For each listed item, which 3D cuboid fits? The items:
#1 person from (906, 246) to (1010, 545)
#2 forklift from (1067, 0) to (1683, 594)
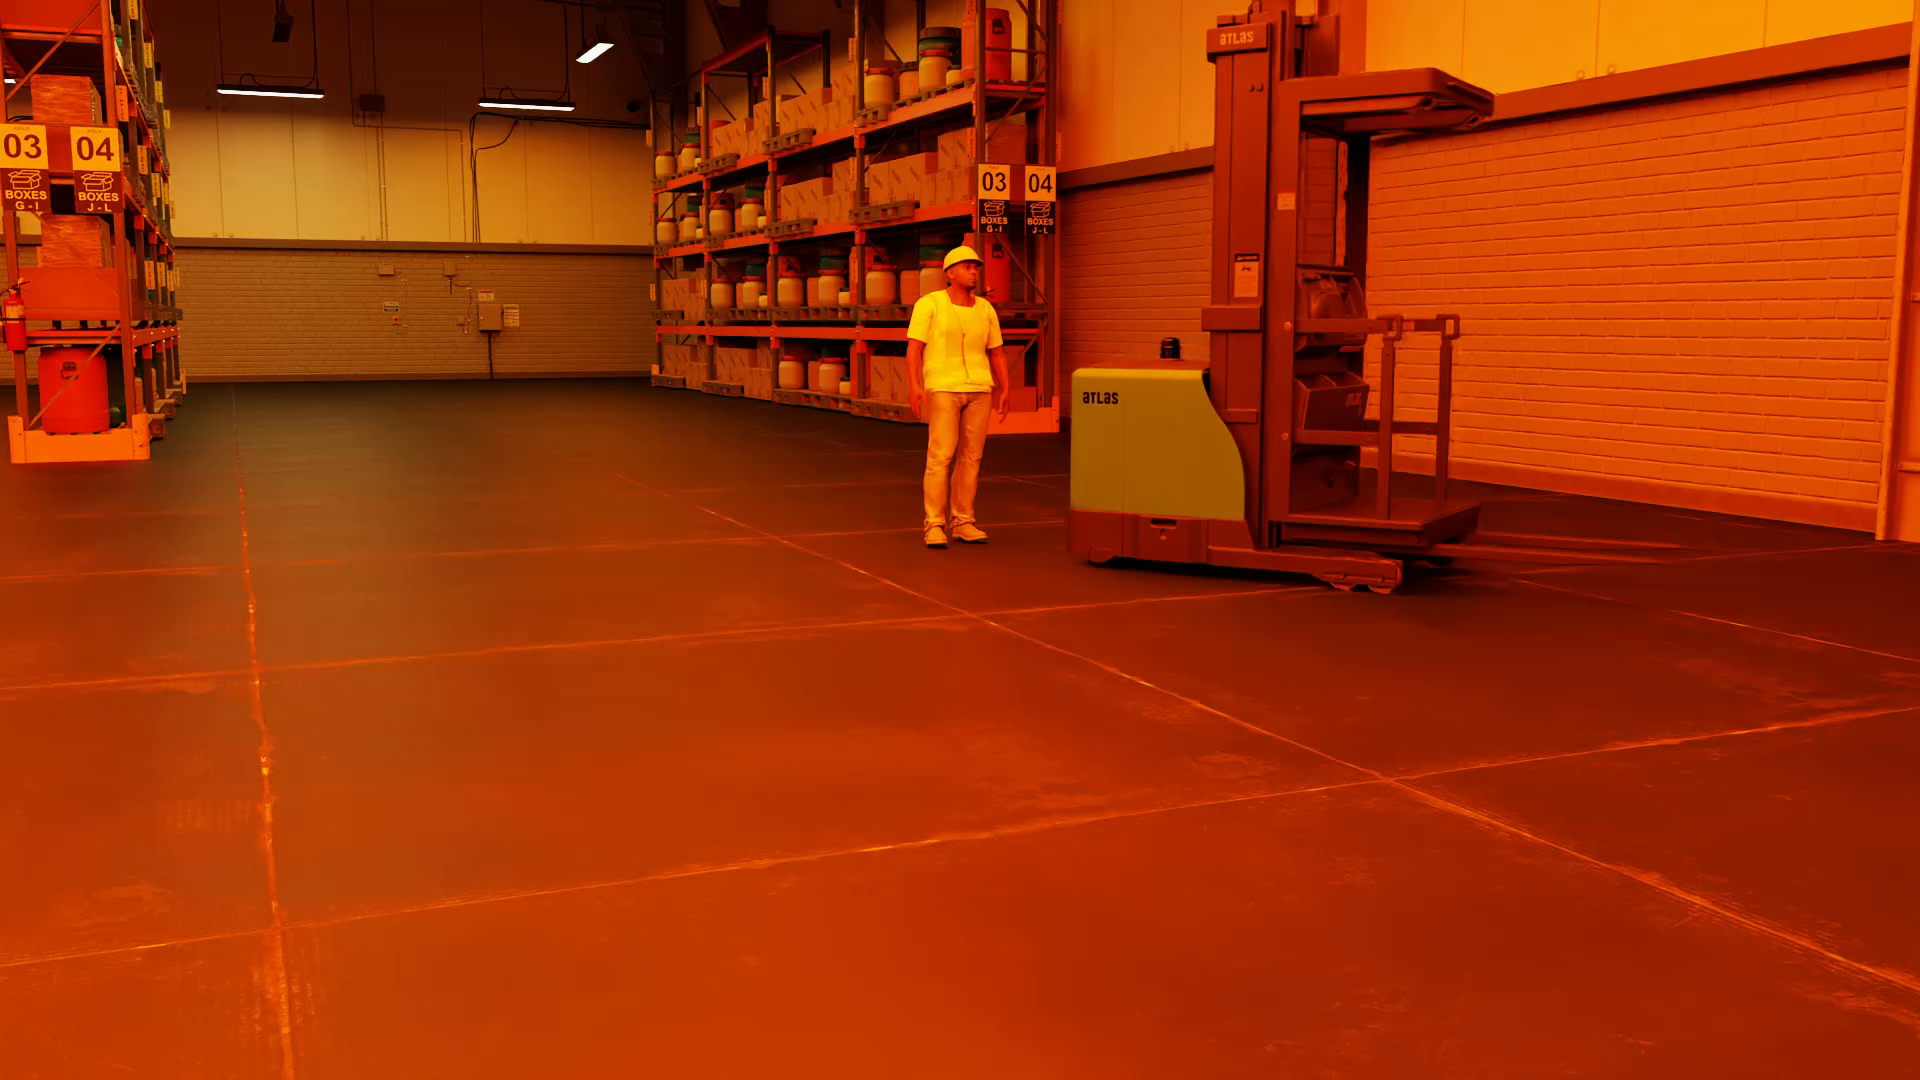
[{"bbox_3d":[0.024,-0.874,9.972,0.666,1.768,0.575,-3,8,-23],"label":"person"},{"bbox_3d":[2.110,-1.269,8.561,3.031,2.935,1.130,5,9,32],"label":"forklift"}]
